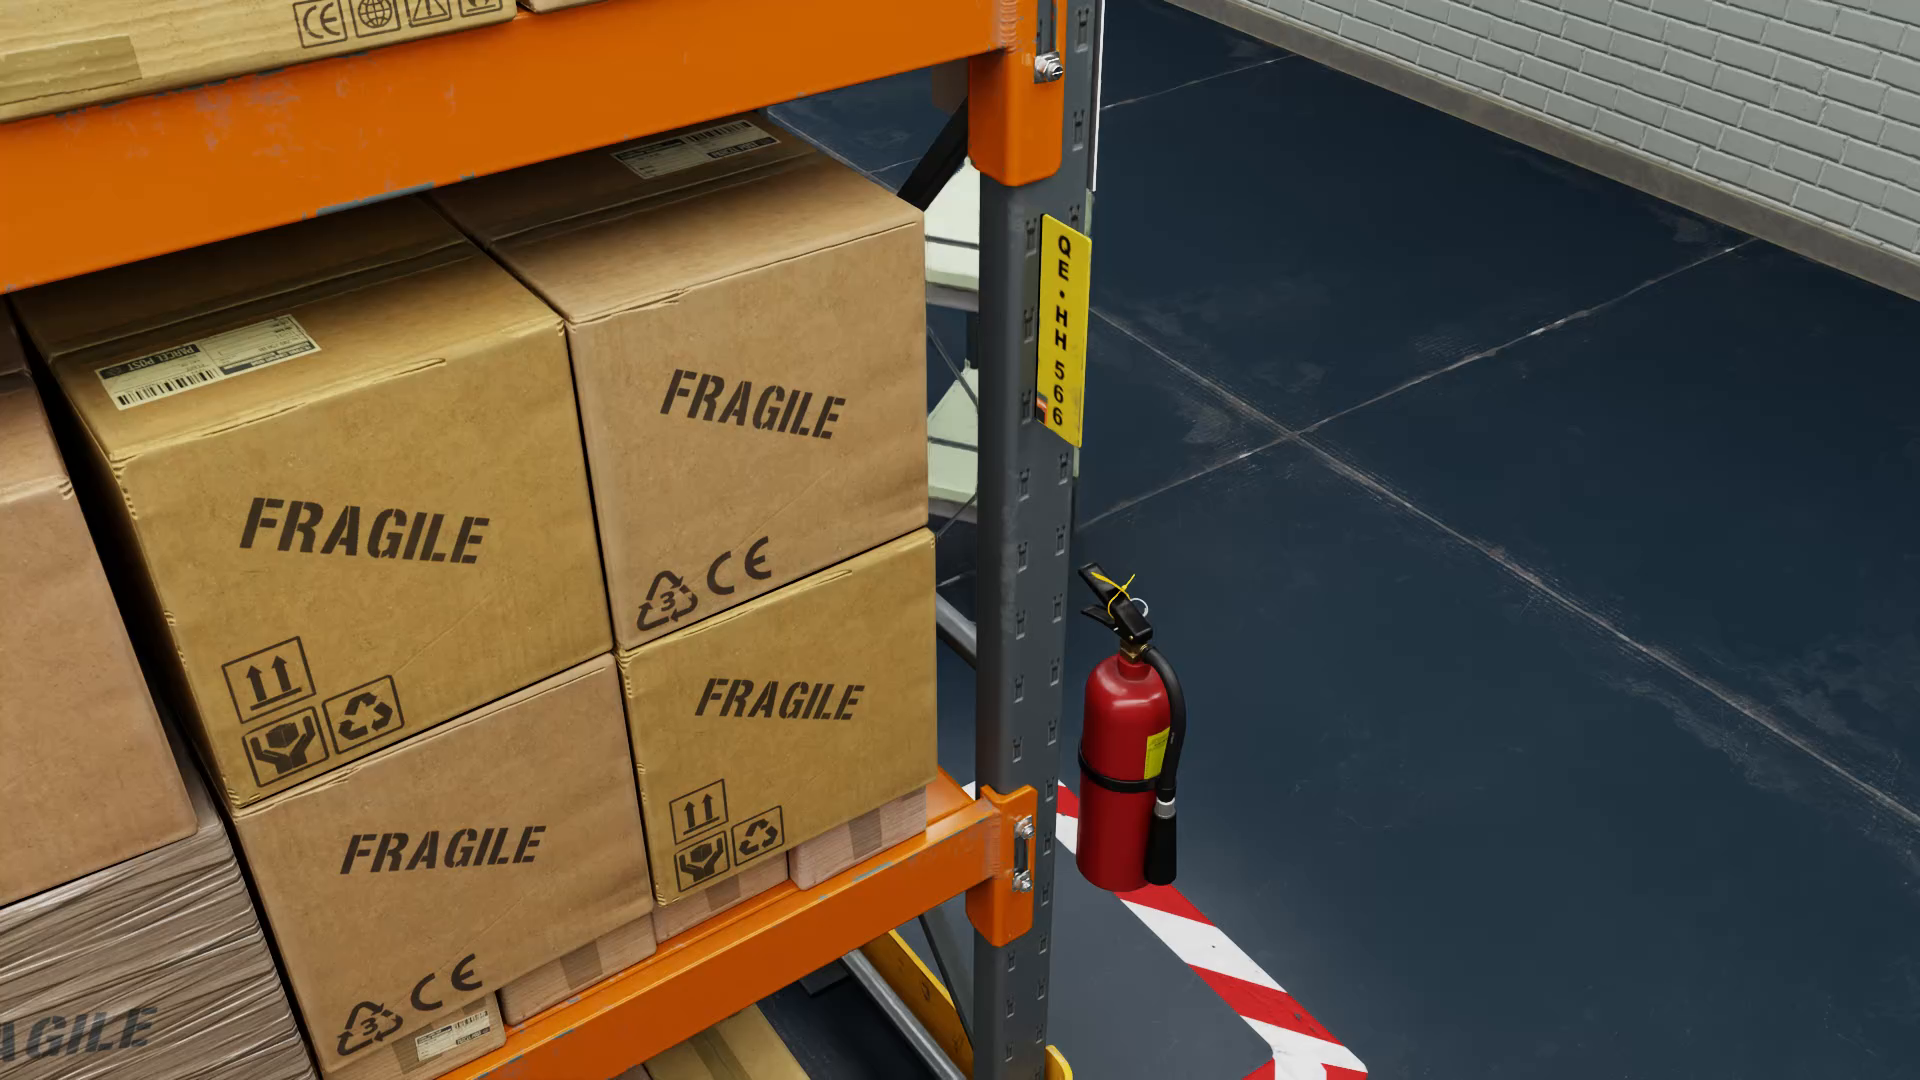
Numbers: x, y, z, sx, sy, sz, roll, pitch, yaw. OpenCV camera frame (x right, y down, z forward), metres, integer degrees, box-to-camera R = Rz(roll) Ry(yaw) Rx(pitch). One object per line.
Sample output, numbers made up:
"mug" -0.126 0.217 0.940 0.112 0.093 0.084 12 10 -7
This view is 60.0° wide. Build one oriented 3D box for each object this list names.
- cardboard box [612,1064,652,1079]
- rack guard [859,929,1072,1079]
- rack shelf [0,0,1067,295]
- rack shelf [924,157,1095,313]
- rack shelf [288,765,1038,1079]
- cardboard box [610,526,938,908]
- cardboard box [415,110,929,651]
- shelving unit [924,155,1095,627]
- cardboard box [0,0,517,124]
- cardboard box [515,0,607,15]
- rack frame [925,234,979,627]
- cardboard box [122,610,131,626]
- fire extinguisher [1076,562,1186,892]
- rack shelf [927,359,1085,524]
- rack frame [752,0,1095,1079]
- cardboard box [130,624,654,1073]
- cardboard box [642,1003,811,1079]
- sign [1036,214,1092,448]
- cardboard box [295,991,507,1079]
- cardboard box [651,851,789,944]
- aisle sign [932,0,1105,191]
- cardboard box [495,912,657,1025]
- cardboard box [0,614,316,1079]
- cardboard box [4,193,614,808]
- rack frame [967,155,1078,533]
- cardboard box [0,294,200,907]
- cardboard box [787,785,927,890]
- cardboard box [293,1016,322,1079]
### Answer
"cardboard box" -0.686 1.142 3.166 0.250 0.149 0.380 -22 41 -27
"rack guard" -0.223 1.081 3.819 0.348 0.500 1.175 -22 41 -28
"rack shelf" -1.795 -0.213 1.524 4.000 0.370 1.077 -22 41 -28
"rack shelf" 0.083 -0.799 4.907 0.431 0.370 0.720 12 38 17
"rack shelf" -1.795 1.005 2.400 4.000 0.370 1.077 -22 41 -28
"cardboard box" -0.380 0.153 2.628 0.500 0.500 0.500 -21 41 -27
"cardboard box" -0.391 -0.254 2.338 0.500 0.500 0.500 -23 42 -29
"shelving unit" 0.083 -0.482 5.135 0.431 1.500 0.755 12 38 17
"cardboard box" -0.793 -0.662 1.661 0.500 0.250 0.500 -22 41 -28
"cardboard box" -0.380 -0.837 1.905 0.500 0.250 0.500 -23 42 -29
"rack frame" -0.047 -0.282 4.858 0.400 1.500 0.023 12 38 17
"cardboard box" -1.109 0.090 2.715 0.500 0.500 0.500 -22 41 -28
"fire extinguisher" 0.311 0.359 3.068 0.183 0.674 0.296 -22 41 -28
"rack shelf" 0.083 -0.217 5.326 0.431 0.370 0.720 12 38 17
"rack frame" -0.161 0.040 3.125 0.127 3.000 1.000 -22 41 -28
"cardboard box" -0.804 0.324 2.391 0.500 0.500 0.500 -23 42 -29
"cardboard box" -0.447 1.085 3.245 0.250 0.149 0.380 -22 41 -27
"sign" 0.143 -0.286 2.317 0.005 0.325 0.100 -22 41 -28
"cardboard box" -0.881 0.641 2.505 0.250 0.149 0.380 -21 41 -27
"cardboard box" -0.489 0.453 2.767 0.250 0.149 0.380 -22 41 -28
"aisle sign" 0.072 -0.896 2.201 0.004 0.787 0.394 -22 41 -28
"cardboard box" -0.685 0.544 2.640 0.250 0.149 0.380 -23 42 -28
"cardboard box" -1.212 0.499 2.147 0.500 0.500 0.500 -22 41 -28
"cardboard box" -0.805 -0.084 2.101 0.500 0.500 0.500 -24 42 -29
"rack frame" 0.212 -0.682 5.413 0.400 1.500 0.023 12 38 17
"cardboard box" -1.225 0.095 1.852 0.500 0.500 0.500 -20 40 -26
"cardboard box" -0.264 0.387 2.858 0.250 0.149 0.380 -22 41 -28
"cardboard box" -1.113 0.716 2.401 0.250 0.149 0.380 -24 42 -30
